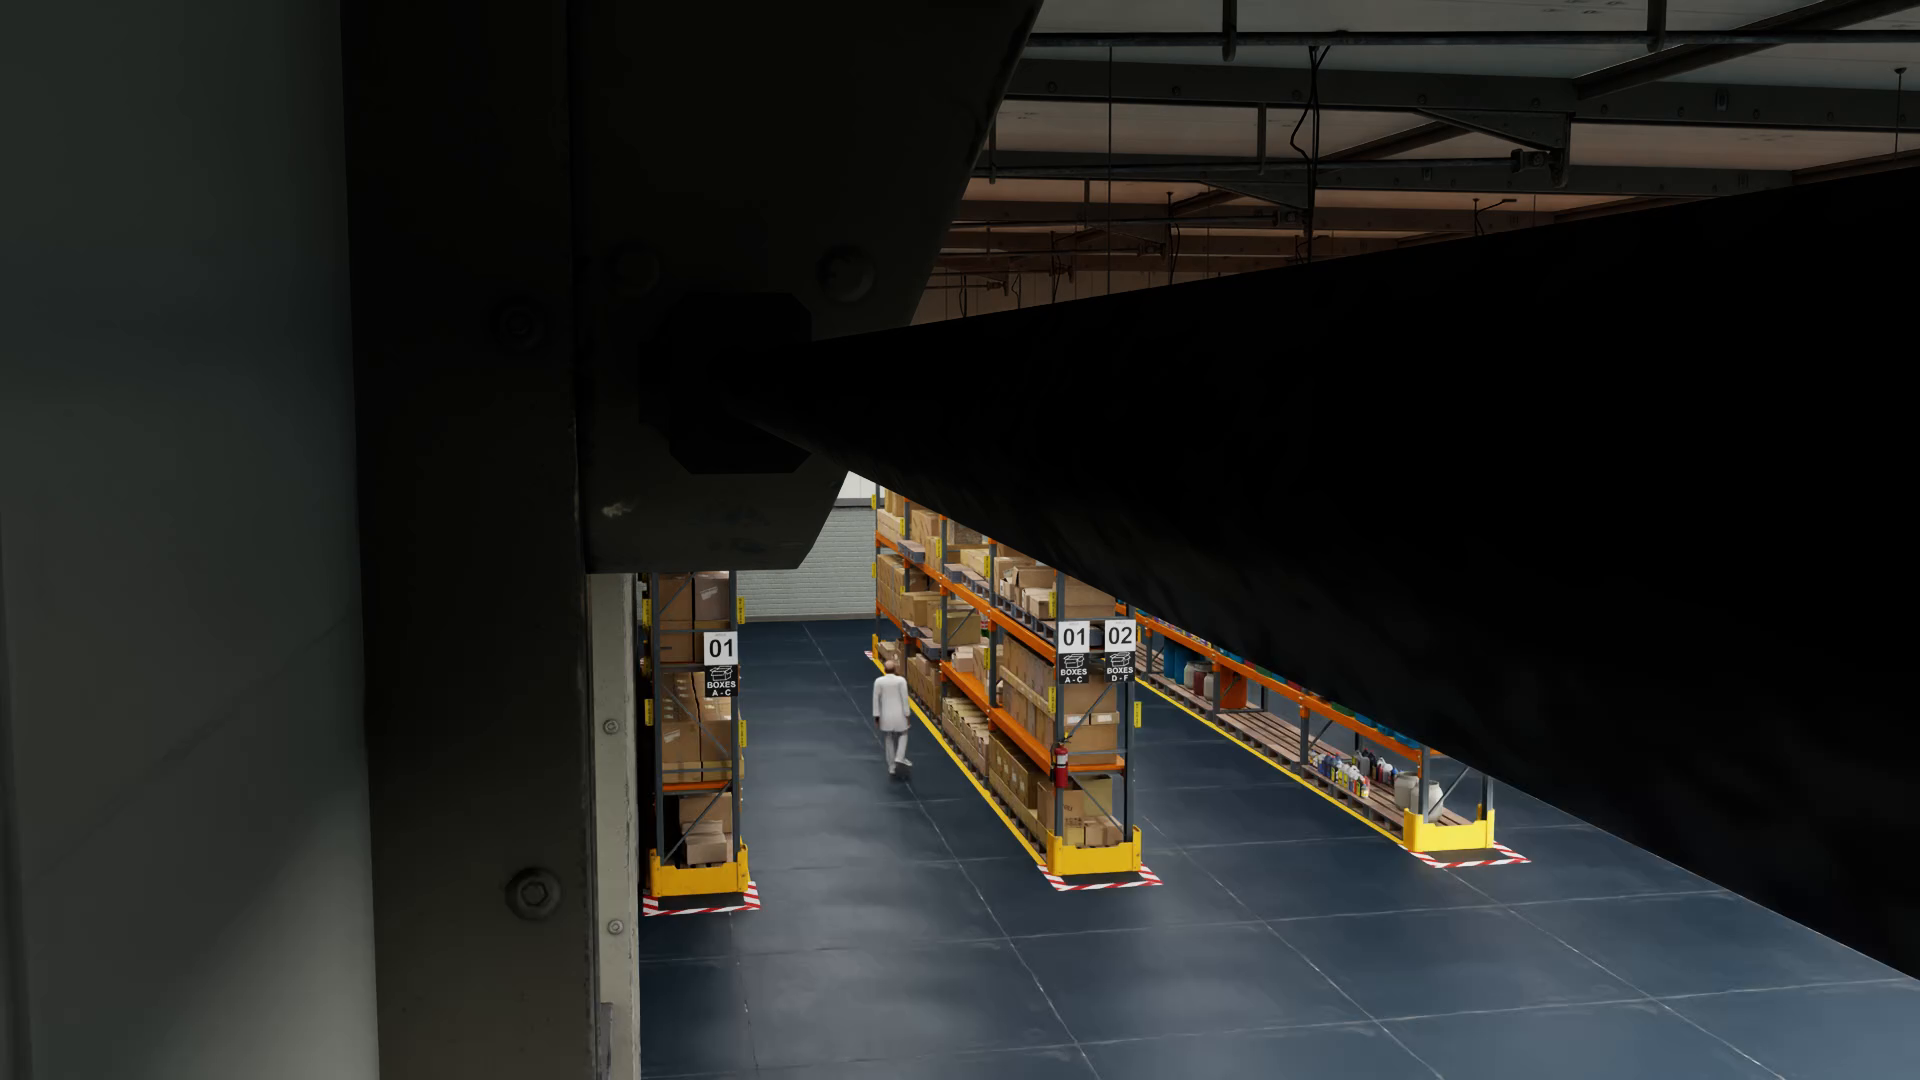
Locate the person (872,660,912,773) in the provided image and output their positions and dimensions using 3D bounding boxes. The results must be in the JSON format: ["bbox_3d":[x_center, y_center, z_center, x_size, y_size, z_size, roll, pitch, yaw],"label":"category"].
[{"bbox_3d":[-1.061,2.768,26.085,0.626,1.770,0.548,0,6,-1],"label":"person"}]

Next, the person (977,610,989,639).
[{"bbox_3d":[0.516,1.869,35.357,0.689,1.689,0.617,0,6,-4],"label":"person"}]
